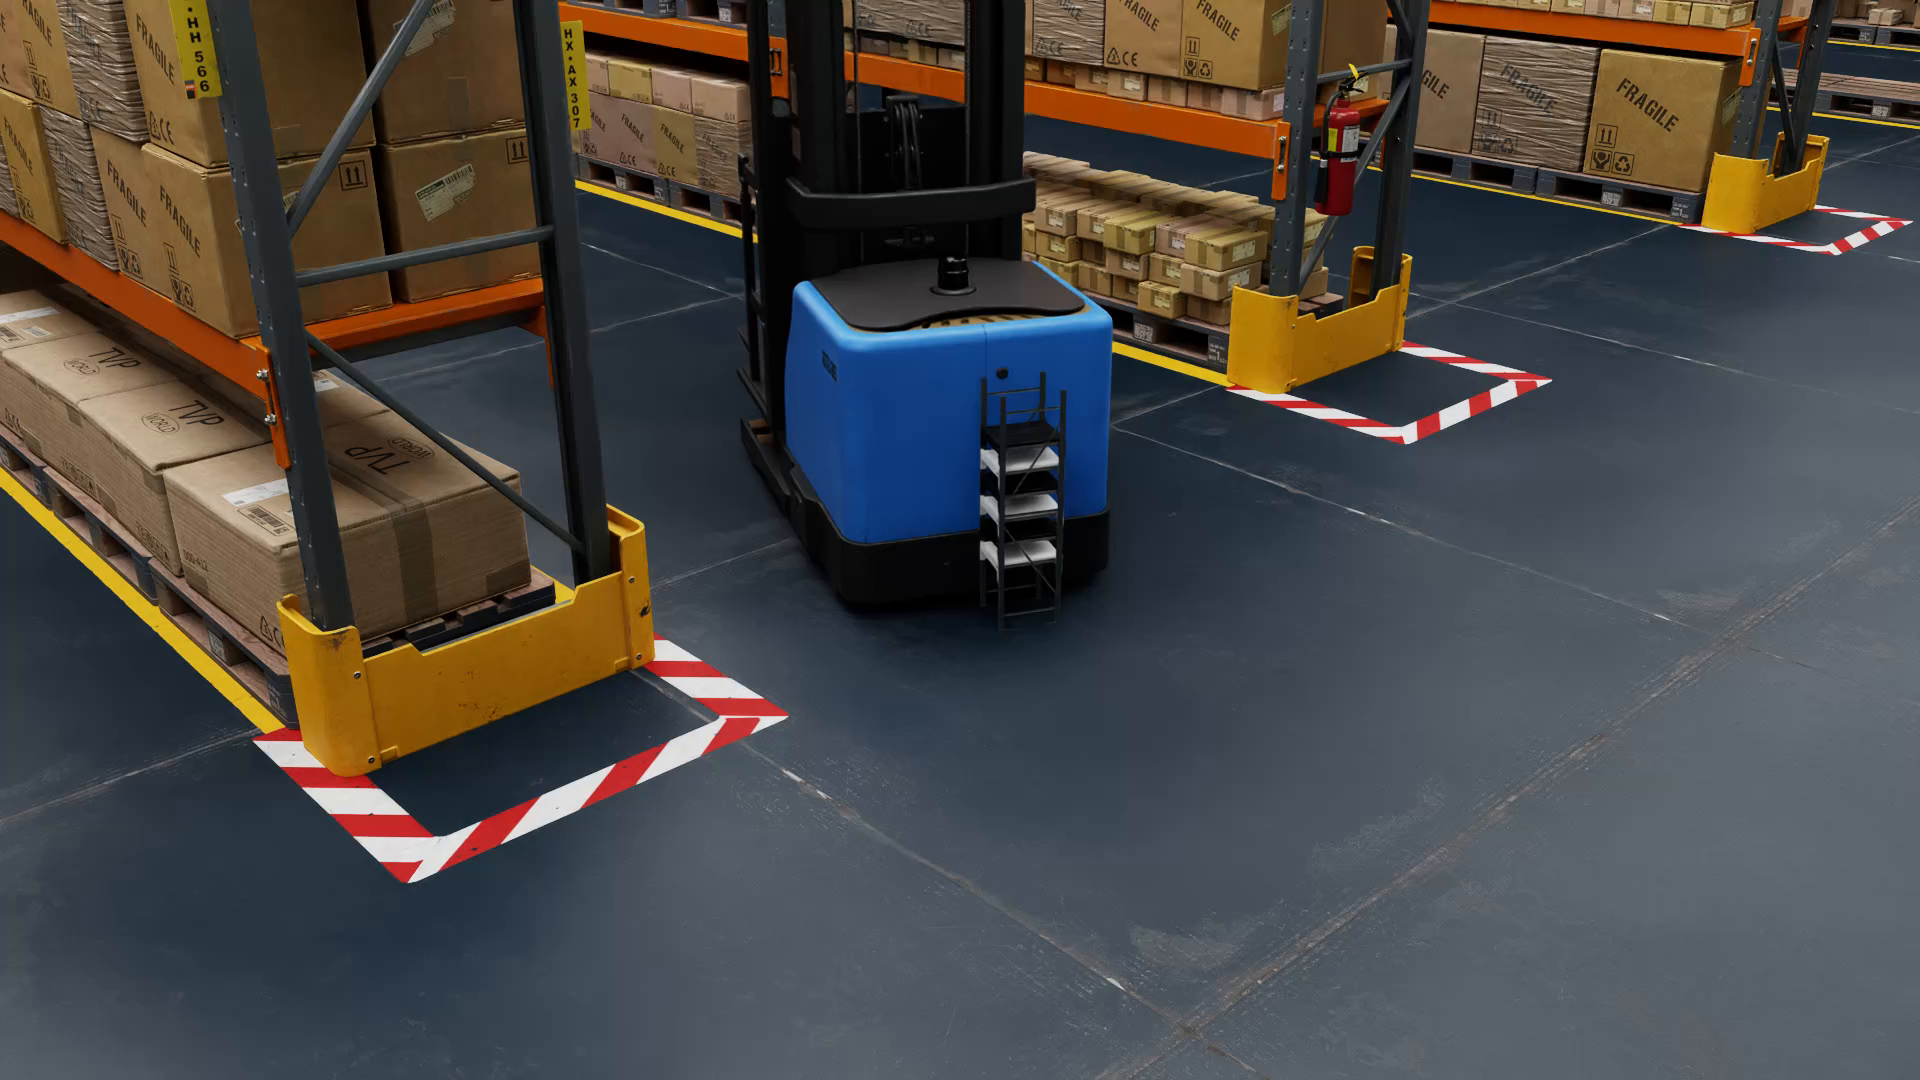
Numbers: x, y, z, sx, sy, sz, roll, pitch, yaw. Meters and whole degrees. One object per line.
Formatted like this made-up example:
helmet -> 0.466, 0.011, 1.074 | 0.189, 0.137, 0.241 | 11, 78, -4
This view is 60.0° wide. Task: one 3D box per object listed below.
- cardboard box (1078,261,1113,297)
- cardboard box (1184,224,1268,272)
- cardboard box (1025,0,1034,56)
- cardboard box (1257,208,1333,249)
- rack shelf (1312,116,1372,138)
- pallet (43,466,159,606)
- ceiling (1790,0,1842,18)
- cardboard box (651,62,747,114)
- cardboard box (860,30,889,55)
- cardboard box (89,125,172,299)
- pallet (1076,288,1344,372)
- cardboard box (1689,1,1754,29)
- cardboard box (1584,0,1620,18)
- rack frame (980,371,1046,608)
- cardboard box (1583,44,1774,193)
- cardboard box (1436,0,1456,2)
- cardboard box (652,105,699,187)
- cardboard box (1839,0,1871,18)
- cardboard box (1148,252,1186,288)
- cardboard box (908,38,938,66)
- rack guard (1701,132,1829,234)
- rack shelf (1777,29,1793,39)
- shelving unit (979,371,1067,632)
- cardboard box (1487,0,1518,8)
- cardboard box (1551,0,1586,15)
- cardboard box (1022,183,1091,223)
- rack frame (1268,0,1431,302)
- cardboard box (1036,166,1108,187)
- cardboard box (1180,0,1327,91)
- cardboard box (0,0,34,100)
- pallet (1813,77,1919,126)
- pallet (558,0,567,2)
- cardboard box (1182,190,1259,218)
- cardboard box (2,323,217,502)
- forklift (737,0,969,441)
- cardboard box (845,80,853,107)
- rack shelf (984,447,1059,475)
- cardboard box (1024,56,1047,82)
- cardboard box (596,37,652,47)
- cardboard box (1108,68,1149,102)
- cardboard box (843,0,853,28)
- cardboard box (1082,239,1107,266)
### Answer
cardboard box -> 0.882, -1.498, 9.348 | 0.380, 0.149, 0.250 | -21, 32, -38
cardboard box -> 1.393, -1.532, 8.706 | 0.380, 0.149, 0.250 | -21, 32, -38
cardboard box -> 0.410, -2.985, 9.201 | 0.500, 0.500, 0.500 | -19, 31, -36
cardboard box -> 1.830, -1.699, 9.071 | 0.250, 0.149, 0.380 | 22, 32, 39
rack shelf -> 0.573, -2.622, 9.579 | 0.831, 0.071, 3.687 | -21, 32, -38
pallet -> -3.038, -0.165, 6.857 | 1.003, 0.211, 1.213 | -21, 32, -38
ceiling -> 10.258, -6.465, 20.016 | 0.500, 0.311, 0.500 | -21, 32, -38
cardboard box -> -1.829, -3.199, 11.751 | 0.500, 0.250, 0.500 | -19, 31, -36
cardboard box -> -0.388, -3.075, 10.178 | 0.250, 0.149, 0.380 | 22, 33, 39
cardboard box -> -2.459, -1.117, 5.463 | 0.500, 0.500, 0.500 | -22, 33, -39
pallet -> 1.358, -1.289, 9.322 | 1.003, 0.211, 1.213 | -21, 32, -38
cardboard box -> 5.146, -3.555, 11.232 | 0.274, 0.149, 0.395 | 22, 32, 39
cardboard box -> 4.625, -3.786, 11.738 | 0.380, 0.149, 0.250 | -21, 32, -38
rack frame -> 0.189, -0.173, 6.045 | 0.240, 0.900, 0.006 | -8, 26, -16
cardboard box -> 5.134, -3.051, 11.877 | 0.875, 0.875, 0.875 | -21, 32, -38
cardboard box -> 3.741, -4.176, 12.593 | 0.380, 0.149, 0.250 | -21, 32, -38
cardboard box -> -1.834, -2.853, 11.895 | 0.500, 0.500, 0.500 | -22, 33, -40
cardboard box -> 10.726, -6.647, 20.188 | 0.500, 0.500, 0.500 | -21, 32, -38
cardboard box -> 1.231, -1.482, 8.954 | 0.380, 0.149, 0.250 | -22, 33, -40
cardboard box -> -0.082, -2.896, 9.786 | 0.380, 0.149, 0.250 | -21, 32, -38
rack guard -> 5.646, -2.511, 11.651 | 1.175, 0.500, 0.348 | -21, 32, -38
rack shelf -> 4.262, -3.999, 12.596 | 0.831, 0.071, 3.687 | -21, 32, -38
shelving unit -> -0.265, -4.772, 12.335 | 4.052, 4.048, 15.226 | -8, 26, -16
cardboard box -> 4.101, -4.019, 12.247 | 0.380, 0.149, 0.250 | -20, 32, -37
cardboard box -> 4.446, -3.864, 11.909 | 0.273, 0.149, 0.395 | 21, 32, 38
cardboard box -> -3.853, -12.771, 23.276 | 30.398, 8.504, 18.148 | 23, 33, 40
rack frame -> 1.940, -2.279, 8.131 | 1.000, 3.000, 0.127 | -21, 32, -38
cardboard box -> 0.674, -2.141, 10.040 | 0.380, 0.149, 0.250 | -21, 32, -38
cardboard box -> 1.445, -2.523, 8.187 | 0.500, 0.500, 0.500 | -20, 32, -37
cardboard box -> -3.164, -1.876, 5.924 | 0.500, 0.500, 0.500 | -22, 32, -39
pallet -> 0.626, -1.559, 9.913 | 21.016, 0.211, 3.492 | -21, 32, -38
pallet -> -2.963, -4.430, 13.077 | 1.213, 0.211, 1.003 | -21, 32, -38
cardboard box -> 1.475, -1.861, 9.427 | 0.380, 0.149, 0.250 | -21, 32, -39
cardboard box -> -3.375, -0.589, 7.009 | 0.875, 0.438, 0.875 | -22, 33, -40
forklift -> -3.636, -2.661, 6.309 | 7.407, 5.209, 9.711 | -8, 26, -16
cardboard box -> -1.106, -3.184, 11.719 | 0.500, 0.250, 0.500 | 22, 33, 39
rack shelf -> -0.257, -5.050, 12.216 | 4.033, 3.443, 15.216 | -8, 26, -16
cardboard box -> 0.501, -2.674, 9.300 | 0.380, 0.149, 0.250 | -21, 32, -38
cardboard box -> -2.516, -3.815, 13.100 | 0.500, 0.250, 0.500 | -21, 32, -38
cardboard box -> 0.994, -2.411, 8.725 | 0.380, 0.149, 0.250 | -20, 31, -37
cardboard box -> -0.640, -3.450, 10.219 | 0.500, 0.500, 0.500 | -22, 32, -39
cardboard box -> 0.906, -1.655, 9.333 | 0.380, 0.149, 0.250 | -22, 32, -39
